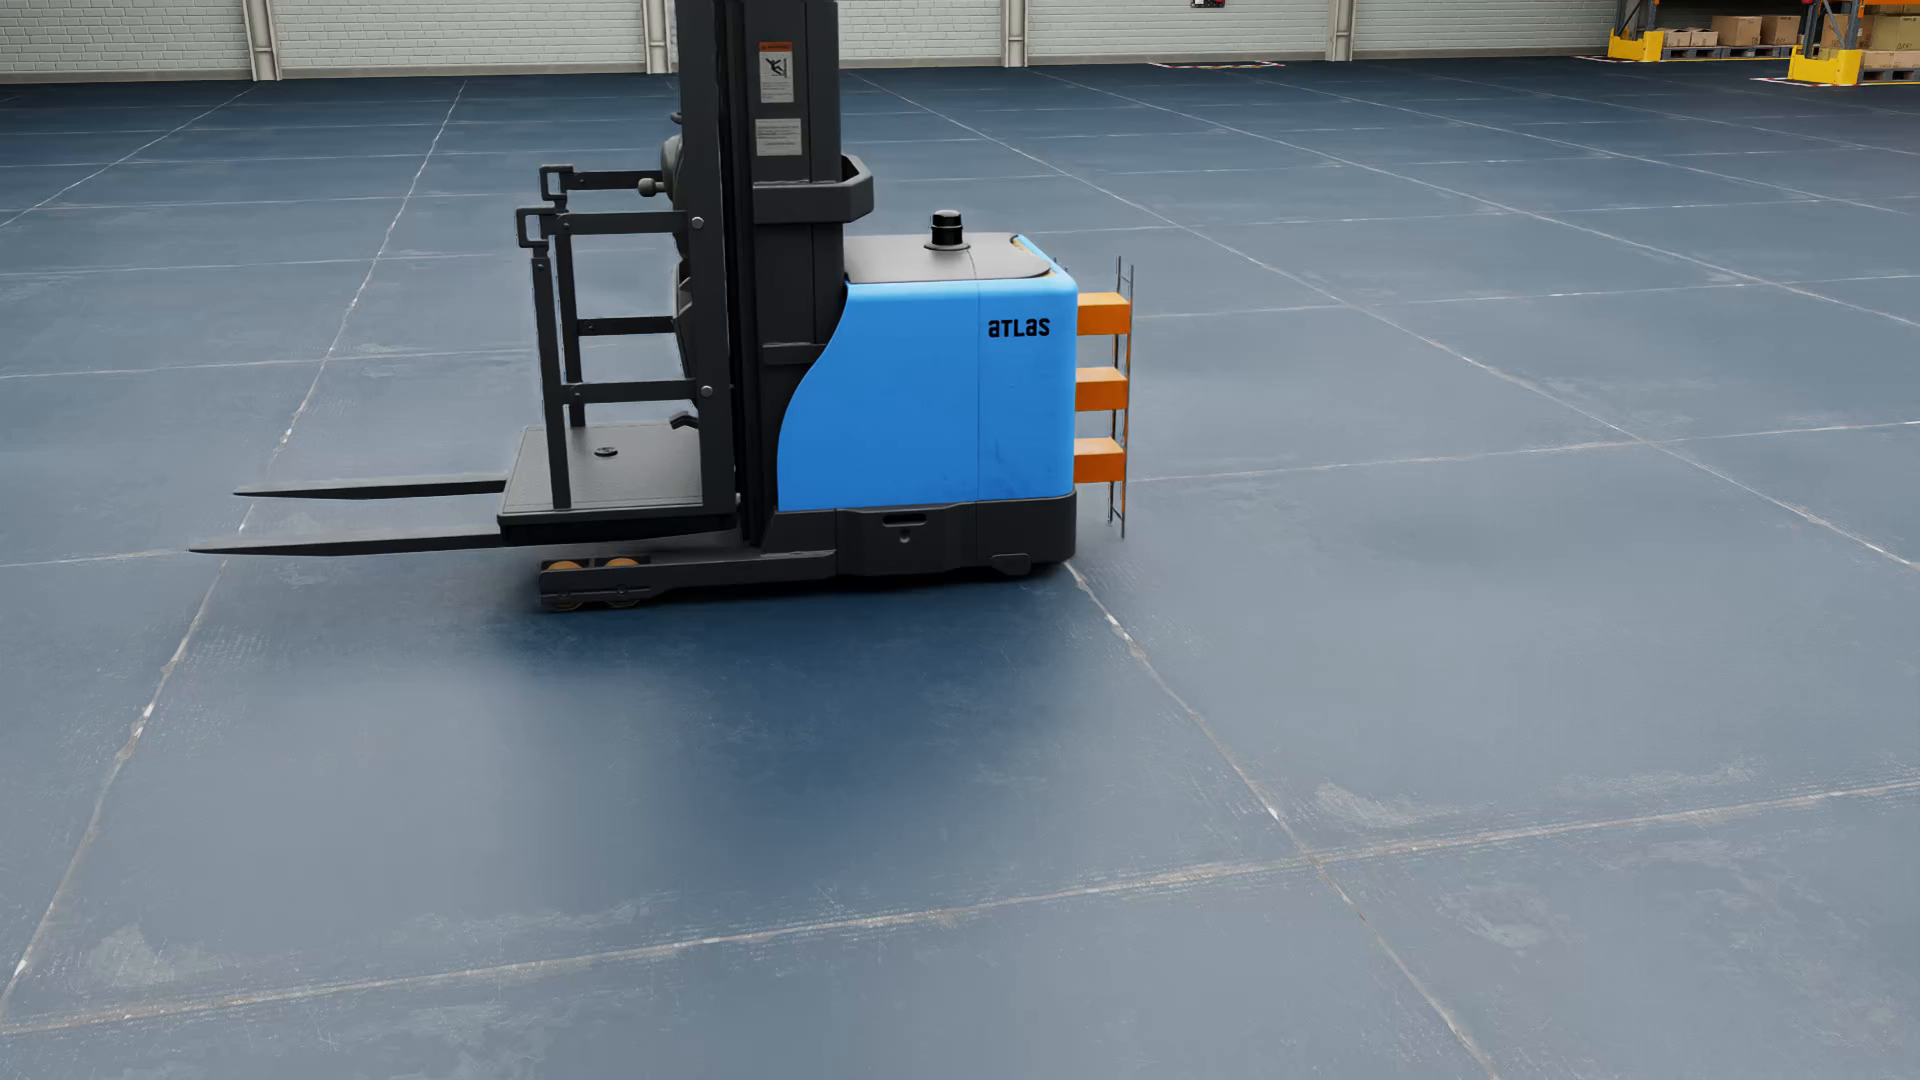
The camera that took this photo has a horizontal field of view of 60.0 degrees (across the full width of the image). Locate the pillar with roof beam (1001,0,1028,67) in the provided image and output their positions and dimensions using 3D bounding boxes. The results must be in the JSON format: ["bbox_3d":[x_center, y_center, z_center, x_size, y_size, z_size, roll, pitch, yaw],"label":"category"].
[{"bbox_3d":[1.915,-10.890,22.960,0.400,9.000,9.100,-5,21,-12],"label":"pillar with roof beam"}]

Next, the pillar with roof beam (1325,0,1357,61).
[{"bbox_3d":[7.754,-11.365,24.256,0.400,9.000,9.100,-5,21,-12],"label":"pillar with roof beam"}]

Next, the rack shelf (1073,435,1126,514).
[{"bbox_3d":[0.483,-0.249,6.306,0.240,0.259,0.215,-3,20,-9],"label":"rack shelf"}]

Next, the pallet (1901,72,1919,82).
[{"bbox_3d":[15.183,-7.321,25.994,1.213,0.211,1.003,-5,21,-12],"label":"pallet"}]

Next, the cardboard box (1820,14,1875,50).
[{"bbox_3d":[13.717,-7.861,25.710,0.500,0.500,0.500,-5,21,-12],"label":"cardboard box"}]

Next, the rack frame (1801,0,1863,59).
[{"bbox_3d":[13.263,-8.461,25.051,0.127,3.000,1.000,-5,21,-12],"label":"rack frame"}]

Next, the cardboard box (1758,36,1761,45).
[{"bbox_3d":[14.451,-9.183,30.528,0.250,0.149,0.380,-6,21,-17],"label":"cardboard box"}]

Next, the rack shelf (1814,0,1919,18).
[{"bbox_3d":[15.210,-8.281,25.607,4.000,0.370,1.077,-5,21,-12],"label":"rack shelf"}]

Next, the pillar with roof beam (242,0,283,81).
[{"bbox_3d":[-9.763,-9.940,20.367,0.400,9.000,9.100,-5,21,-12],"label":"pillar with roof beam"}]

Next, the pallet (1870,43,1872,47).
[{"bbox_3d":[16.770,-9.188,31.090,1.213,0.211,1.003,-5,21,-12],"label":"pallet"}]

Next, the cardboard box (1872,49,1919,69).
[{"bbox_3d":[14.322,-7.376,25.475,0.500,0.250,0.500,-5,21,-12],"label":"cardboard box"}]

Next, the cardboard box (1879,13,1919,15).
[{"bbox_3d":[14.686,-7.945,25.940,0.500,0.500,0.500,-5,21,-12],"label":"cardboard box"}]

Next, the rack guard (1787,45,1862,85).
[{"bbox_3d":[13.240,-7.285,25.475,0.348,0.500,1.175,-5,21,-12],"label":"rack guard"}]

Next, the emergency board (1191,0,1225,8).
[{"bbox_3d":[4.349,-9.806,28.723,0.643,1.169,0.194,-5,21,-12],"label":"emergency board"}]

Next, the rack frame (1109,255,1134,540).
[{"bbox_3d":[0.604,-0.526,6.226,0.008,1.050,0.200,-3,20,-9],"label":"rack frame"}]

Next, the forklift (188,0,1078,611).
[{"bbox_3d":[-1.148,-1.330,5.684,3.031,2.935,1.130,-3,20,-9],"label":"forklift"}]

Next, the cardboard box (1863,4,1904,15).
[{"bbox_3d":[17.153,-9.920,30.939,0.500,0.250,0.500,-5,21,-14],"label":"cardboard box"}]

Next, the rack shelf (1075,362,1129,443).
[{"bbox_3d":[0.483,-0.510,6.211,0.240,0.259,0.215,-3,20,-9],"label":"rack shelf"}]

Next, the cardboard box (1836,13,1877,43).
[{"bbox_3d":[16.725,-9.532,30.969,0.500,0.500,0.700,-4,20,-11],"label":"cardboard box"}]

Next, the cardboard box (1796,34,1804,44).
[{"bbox_3d":[15.499,-9.259,30.709,0.250,0.166,0.380,-7,21,-20],"label":"cardboard box"}]

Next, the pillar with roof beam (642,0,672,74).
[{"bbox_3d":[-3.924,-10.415,21.663,0.400,9.000,9.100,-5,21,-12],"label":"pillar with roof beam"}]

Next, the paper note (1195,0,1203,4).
[{"bbox_3d":[4.161,-9.401,28.899,0.142,0.148,0.016,-5,21,-12],"label":"paper note"}]

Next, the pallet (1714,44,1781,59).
[{"bbox_3d":[14.177,-8.963,30.476,1.213,0.211,1.003,-5,21,-12],"label":"pallet"}]

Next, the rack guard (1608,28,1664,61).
[{"bbox_3d":[12.194,-8.951,30.023,0.348,0.500,1.175,-5,21,-12],"label":"rack guard"}]

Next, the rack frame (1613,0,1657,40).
[{"bbox_3d":[12.120,-10.119,29.577,0.127,3.000,1.000,-5,21,-12],"label":"rack frame"}]

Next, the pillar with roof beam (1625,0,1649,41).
[{"bbox_3d":[13.593,-11.840,25.553,0.400,9.000,9.100,-5,21,-12],"label":"pillar with roof beam"}]

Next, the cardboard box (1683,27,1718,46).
[{"bbox_3d":[13.369,-9.132,30.154,0.500,0.311,0.500,-3,20,-8],"label":"cardboard box"}]

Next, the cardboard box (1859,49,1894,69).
[{"bbox_3d":[13.836,-7.335,25.364,0.500,0.250,0.500,-5,21,-12],"label":"cardboard box"}]

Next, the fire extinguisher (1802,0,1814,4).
[{"bbox_3d":[13.041,-8.571,25.463,0.183,0.674,0.296,-5,21,-12],"label":"fire extinguisher"}]

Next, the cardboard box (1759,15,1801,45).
[{"bbox_3d":[15.012,-9.373,30.534,0.500,0.500,0.500,-6,21,-17],"label":"cardboard box"}]

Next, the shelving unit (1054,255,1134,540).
[{"bbox_3d":[0.483,-0.520,6.207,0.252,1.050,0.215,-3,20,-9],"label":"shelving unit"}]

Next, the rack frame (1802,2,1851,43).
[{"bbox_3d":[16.012,-10.435,30.441,0.127,3.000,1.000,-5,21,-12],"label":"rack frame"}]

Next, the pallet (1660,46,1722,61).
[{"bbox_3d":[12.992,-8.868,30.216,1.213,0.211,1.003,-5,21,-12],"label":"pallet"}]

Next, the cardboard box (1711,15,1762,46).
[{"bbox_3d":[14.094,-9.263,30.234,0.500,0.500,0.700,-6,21,-16],"label":"cardboard box"}]

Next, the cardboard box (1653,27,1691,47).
[{"bbox_3d":[12.814,-9.087,30.031,0.500,0.311,0.500,-7,21,-19],"label":"cardboard box"}]

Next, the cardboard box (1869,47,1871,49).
[{"bbox_3d":[14.201,-7.552,25.956,0.500,0.250,0.500,-5,21,-12],"label":"cardboard box"}]

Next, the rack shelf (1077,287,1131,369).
[{"bbox_3d":[0.483,-0.776,6.113,0.240,0.259,0.215,-3,20,-9],"label":"rack shelf"}]

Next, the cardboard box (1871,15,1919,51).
[{"bbox_3d":[14.322,-7.727,25.345,0.500,0.500,0.500,-5,21,-12],"label":"cardboard box"}]

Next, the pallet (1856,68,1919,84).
[{"bbox_3d":[13.998,-7.226,25.734,1.213,0.211,1.003,-5,21,-12],"label":"pallet"}]

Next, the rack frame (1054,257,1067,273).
[{"bbox_3d":[0.363,-0.513,6.189,0.008,1.050,0.200,-3,20,-9],"label":"rack frame"}]

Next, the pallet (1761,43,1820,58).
[{"bbox_3d":[15.367,-9.061,30.743,1.213,0.211,1.003,-5,21,-12],"label":"pallet"}]

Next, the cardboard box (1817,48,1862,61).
[{"bbox_3d":[13.717,-7.508,25.837,0.500,0.250,0.500,-5,21,-12],"label":"cardboard box"}]

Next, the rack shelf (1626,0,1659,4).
[{"bbox_3d":[14.066,-9.939,30.132,4.000,0.370,1.077,-5,21,-12],"label":"rack shelf"}]

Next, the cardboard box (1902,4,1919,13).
[{"bbox_3d":[17.658,-9.962,31.055,0.500,0.250,0.500,-5,21,-14],"label":"cardboard box"}]
